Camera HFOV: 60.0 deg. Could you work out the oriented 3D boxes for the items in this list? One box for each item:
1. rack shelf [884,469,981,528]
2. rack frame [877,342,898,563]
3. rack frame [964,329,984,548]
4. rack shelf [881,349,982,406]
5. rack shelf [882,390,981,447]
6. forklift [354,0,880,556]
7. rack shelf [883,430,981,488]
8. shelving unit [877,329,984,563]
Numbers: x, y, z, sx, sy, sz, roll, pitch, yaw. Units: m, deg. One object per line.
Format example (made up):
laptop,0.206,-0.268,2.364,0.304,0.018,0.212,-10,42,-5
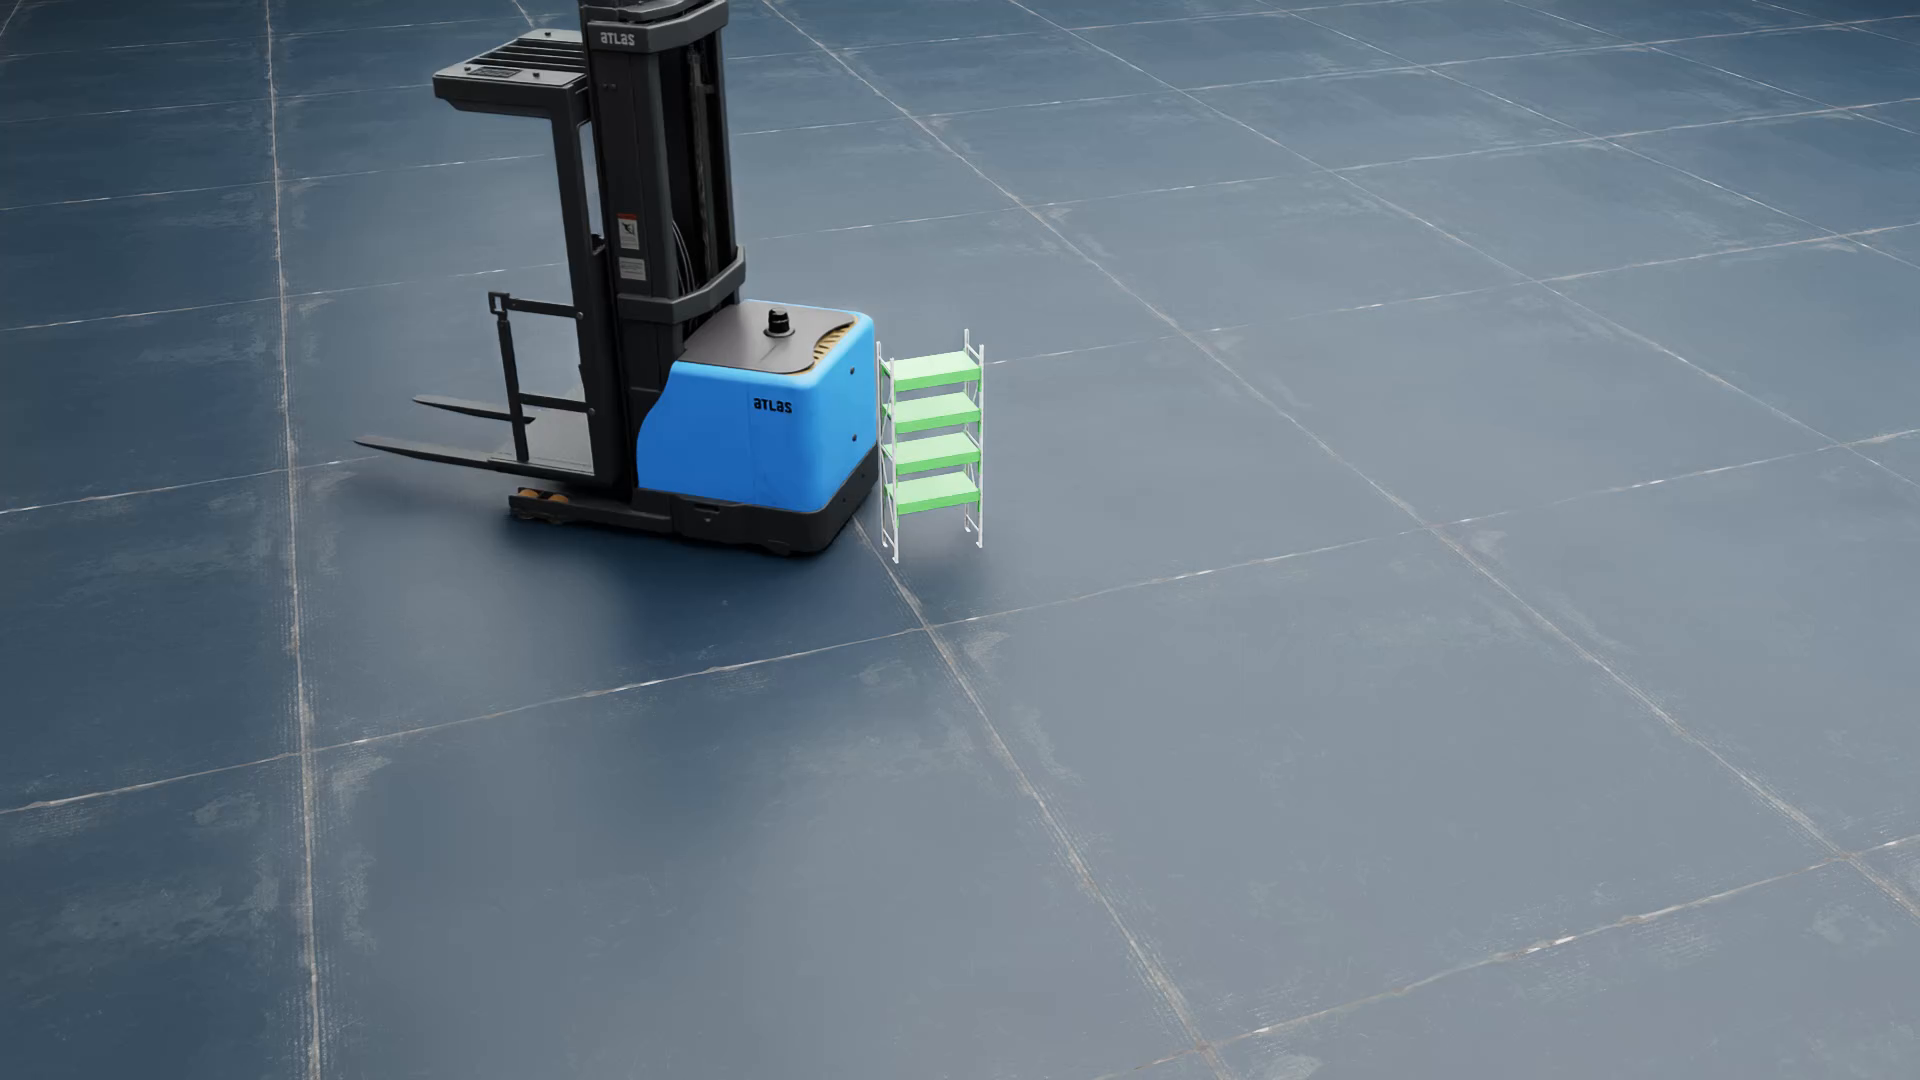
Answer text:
rack shelf,-0.155,-0.229,9.053,0.480,0.148,0.258,-10,31,-18
rack frame,-0.384,-0.451,8.829,0.015,1.200,0.240,-10,31,-18
rack frame,0.074,-0.535,8.977,0.015,1.200,0.240,-10,31,-18
rack shelf,-0.155,-0.854,8.697,0.480,0.148,0.258,-10,31,-18
rack shelf,-0.155,-0.646,8.816,0.480,0.148,0.258,-10,31,-18
forklift,-2.043,-1.601,9.099,3.031,2.935,1.130,9,31,15
rack shelf,-0.155,-0.437,8.934,0.480,0.148,0.258,-10,31,-18
shelving unit,-0.155,-0.493,8.903,0.503,1.200,0.258,-10,31,-18
